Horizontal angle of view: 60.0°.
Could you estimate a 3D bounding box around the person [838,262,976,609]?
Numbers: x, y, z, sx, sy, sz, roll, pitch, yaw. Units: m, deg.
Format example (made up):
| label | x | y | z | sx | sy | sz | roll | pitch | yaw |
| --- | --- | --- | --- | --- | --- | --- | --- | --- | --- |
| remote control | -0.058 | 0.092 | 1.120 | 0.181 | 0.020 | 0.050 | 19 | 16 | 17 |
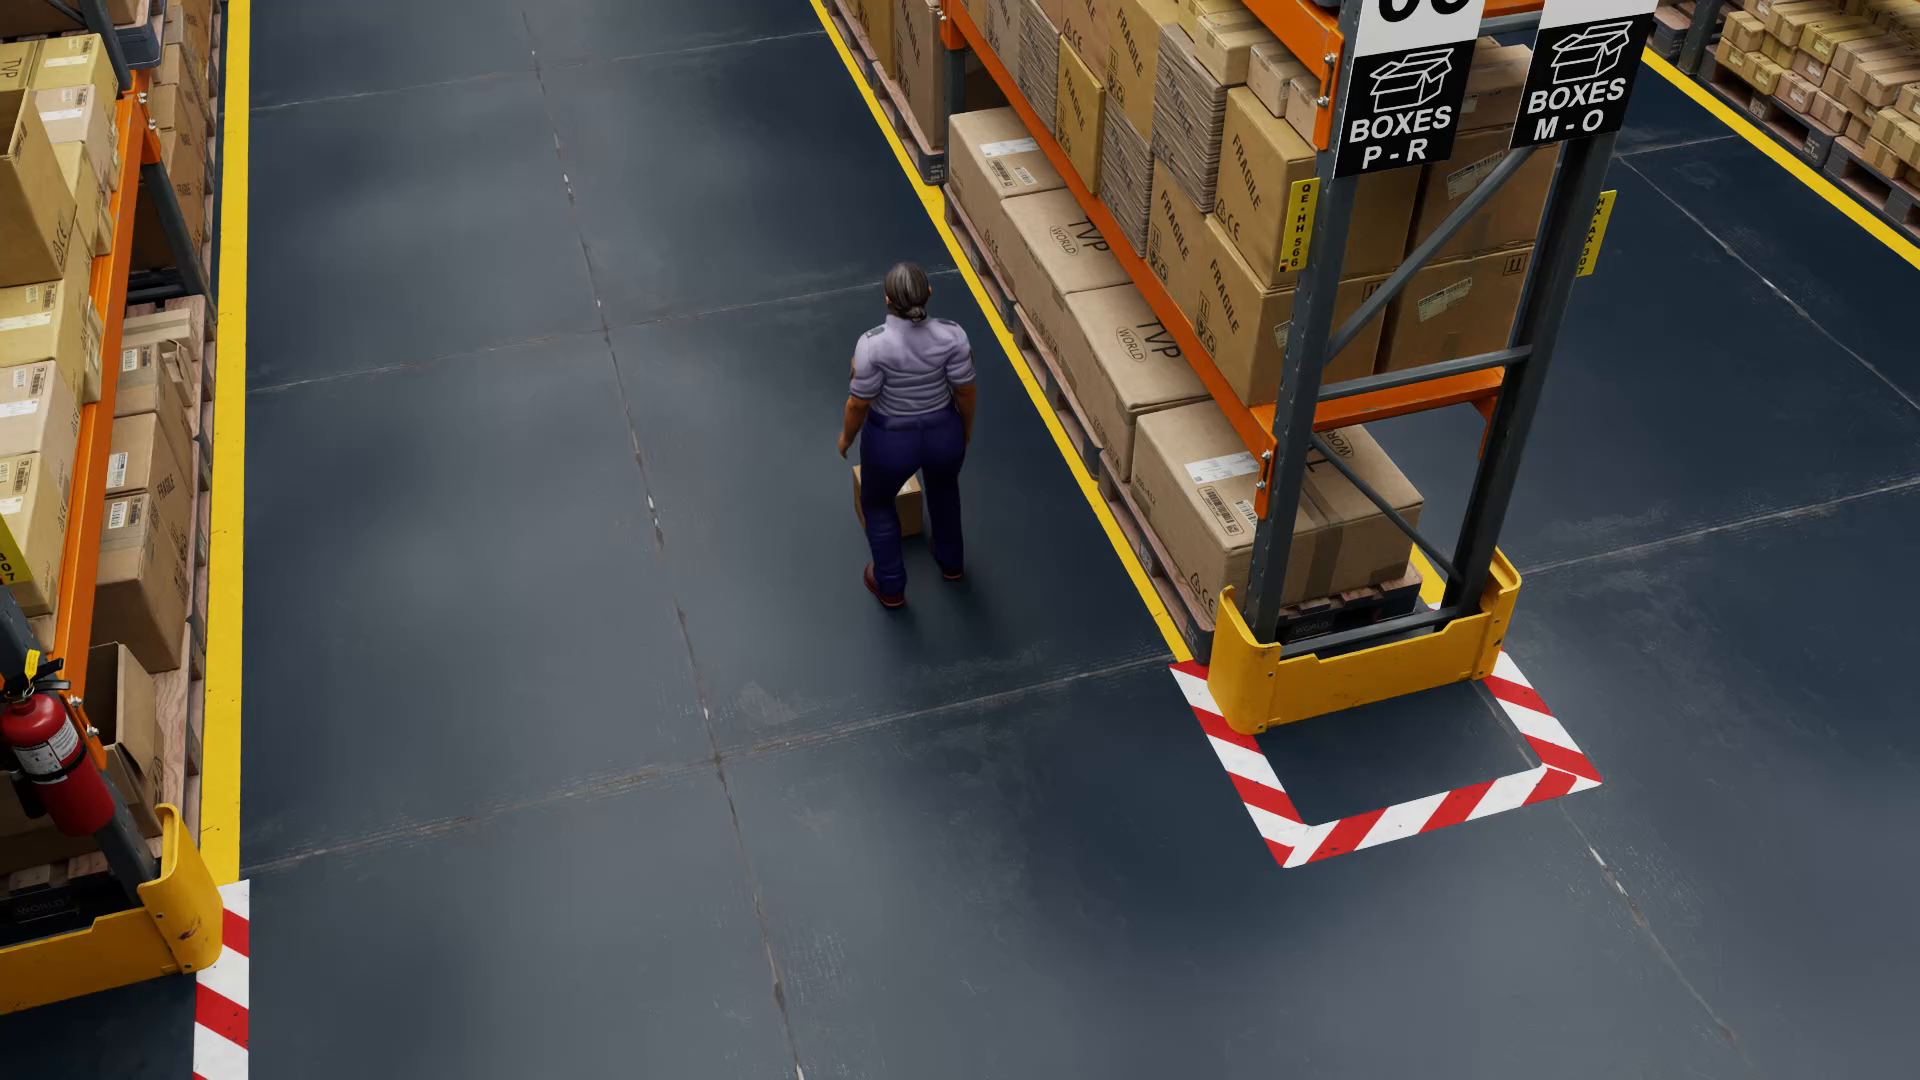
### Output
| label | x | y | z | sx | sy | sz | roll | pitch | yaw |
| --- | --- | --- | --- | --- | --- | --- | --- | --- | --- |
| person | -0.217 | -0.431 | 6.662 | 0.538 | 1.636 | 0.437 | -11 | 44 | -12 |
